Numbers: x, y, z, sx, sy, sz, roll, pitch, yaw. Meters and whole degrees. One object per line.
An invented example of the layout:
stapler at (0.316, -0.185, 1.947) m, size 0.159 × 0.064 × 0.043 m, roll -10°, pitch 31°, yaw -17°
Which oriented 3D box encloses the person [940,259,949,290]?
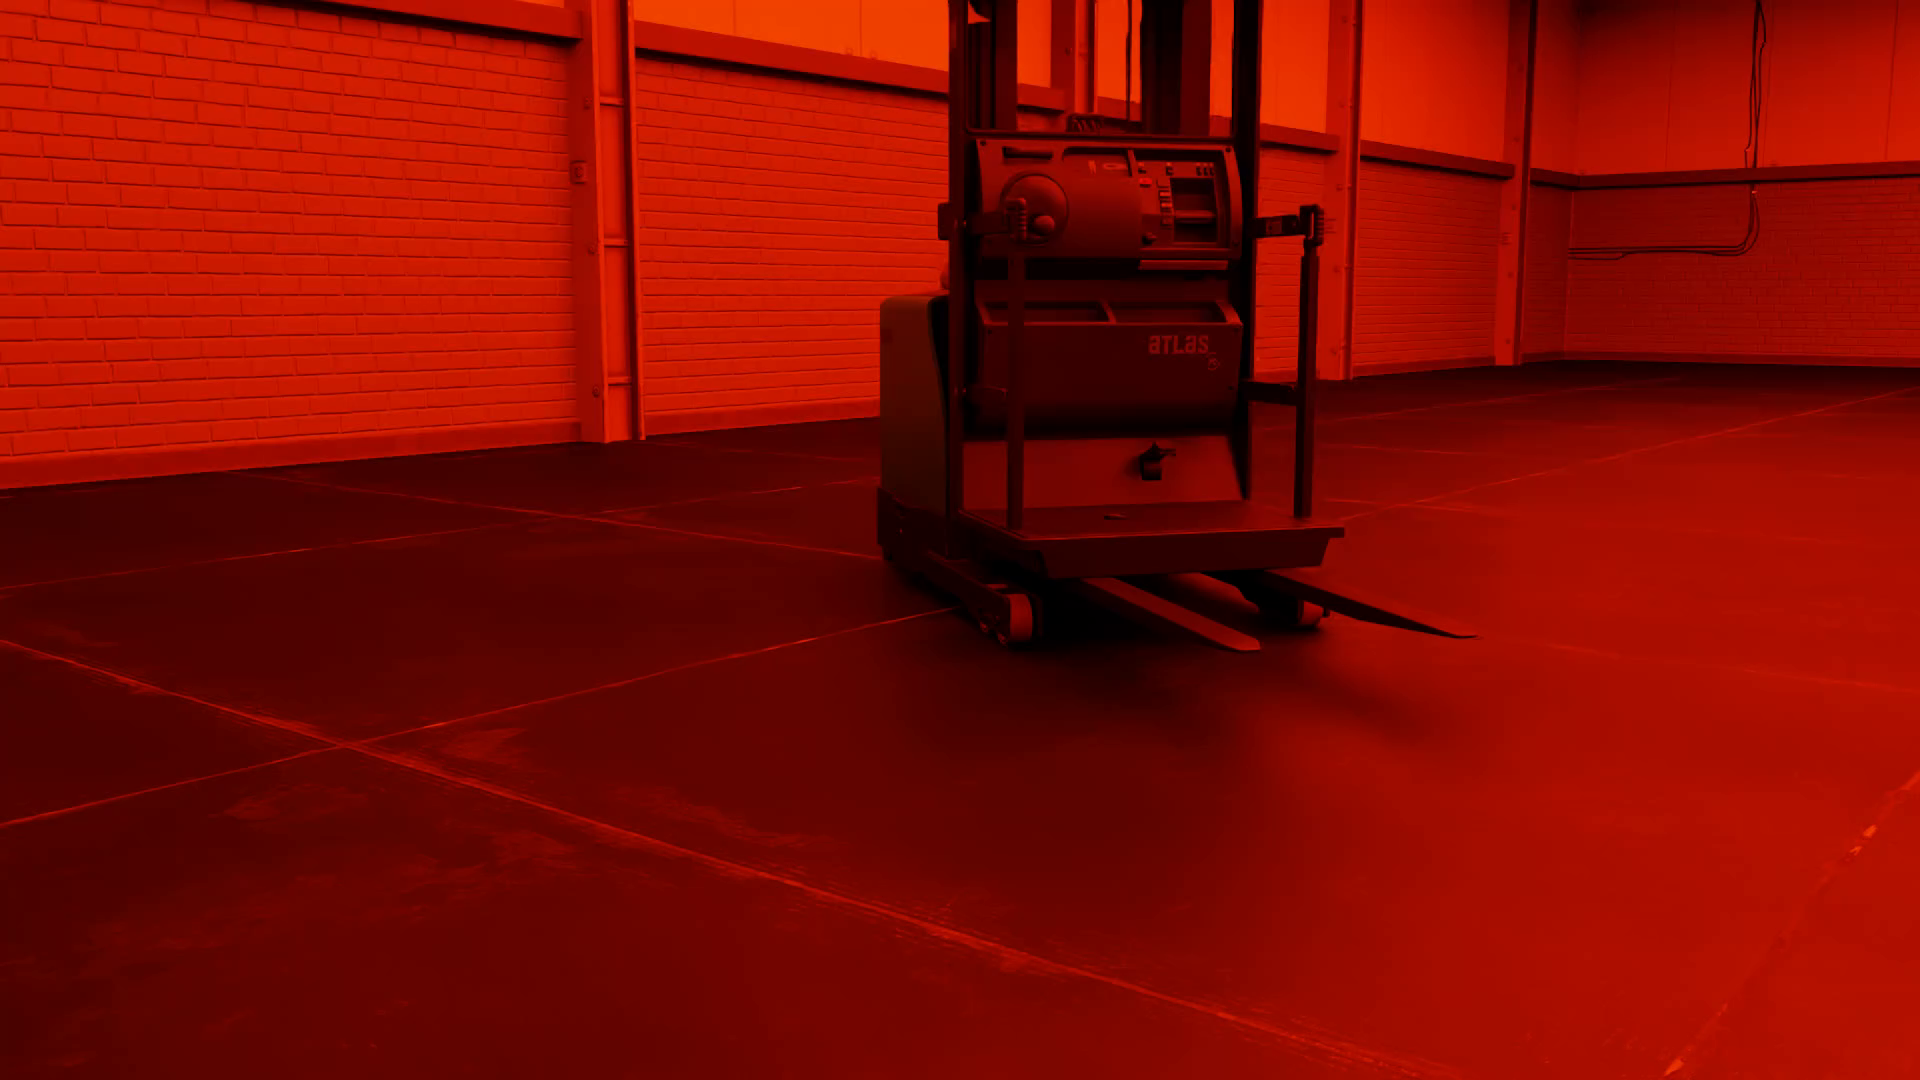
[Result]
person at (0.261, -0.793, 7.632) m, size 0.774 × 1.563 × 0.749 m, roll 4°, pitch 9°, yaw 26°

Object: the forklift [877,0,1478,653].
forklift at (0.568, -1.185, 5.384) m, size 1.130 × 2.935 × 3.031 m, roll -2°, pitch 9°, yaw -16°
